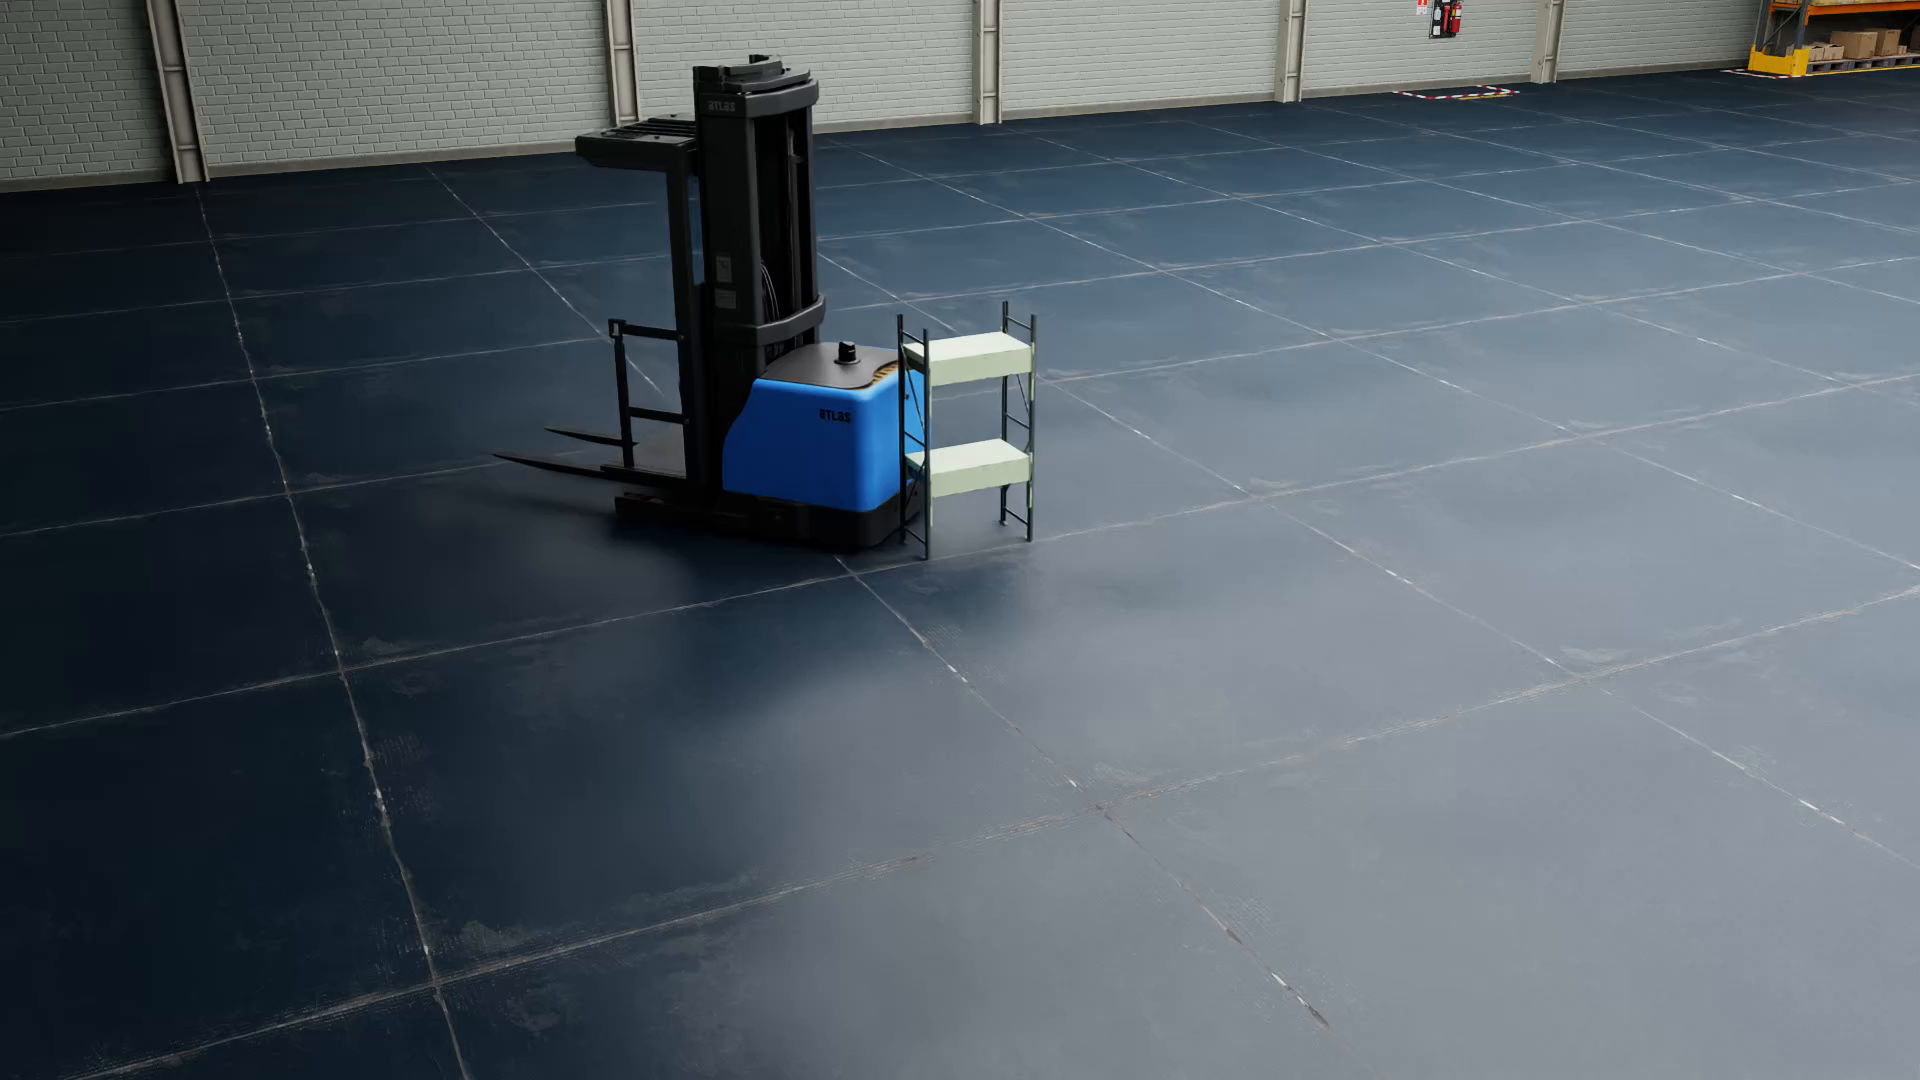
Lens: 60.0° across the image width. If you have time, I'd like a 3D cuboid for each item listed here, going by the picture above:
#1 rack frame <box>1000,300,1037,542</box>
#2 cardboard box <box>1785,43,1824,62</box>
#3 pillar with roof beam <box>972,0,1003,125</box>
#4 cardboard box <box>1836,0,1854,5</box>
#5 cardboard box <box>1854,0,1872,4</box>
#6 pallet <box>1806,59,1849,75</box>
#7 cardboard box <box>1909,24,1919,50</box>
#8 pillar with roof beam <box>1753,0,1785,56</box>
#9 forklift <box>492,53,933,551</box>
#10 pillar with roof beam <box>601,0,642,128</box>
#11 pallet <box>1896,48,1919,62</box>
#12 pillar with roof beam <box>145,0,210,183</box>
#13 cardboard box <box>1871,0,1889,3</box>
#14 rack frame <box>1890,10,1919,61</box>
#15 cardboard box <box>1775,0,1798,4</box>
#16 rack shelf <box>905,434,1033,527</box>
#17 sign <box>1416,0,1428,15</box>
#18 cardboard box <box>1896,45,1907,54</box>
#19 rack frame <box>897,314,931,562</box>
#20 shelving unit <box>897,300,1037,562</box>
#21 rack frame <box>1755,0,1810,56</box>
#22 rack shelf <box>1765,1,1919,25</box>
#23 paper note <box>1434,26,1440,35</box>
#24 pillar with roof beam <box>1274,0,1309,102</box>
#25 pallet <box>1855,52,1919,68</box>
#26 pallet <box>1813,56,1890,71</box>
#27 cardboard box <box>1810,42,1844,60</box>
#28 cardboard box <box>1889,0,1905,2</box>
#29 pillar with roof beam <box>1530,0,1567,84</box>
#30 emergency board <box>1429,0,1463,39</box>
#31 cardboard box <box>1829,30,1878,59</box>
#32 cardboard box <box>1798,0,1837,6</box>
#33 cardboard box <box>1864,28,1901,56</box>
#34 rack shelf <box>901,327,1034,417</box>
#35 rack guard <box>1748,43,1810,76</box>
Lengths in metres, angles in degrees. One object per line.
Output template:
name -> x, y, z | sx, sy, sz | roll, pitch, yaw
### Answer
rack frame -> 0.369, -0.750, 10.602 | 0.023, 1.500, 0.400 | -11, 25, -25
cardboard box -> 17.064, -9.859, 33.585 | 0.500, 0.311, 0.500 | -14, 26, -30
pillar with roof beam -> 2.306, -9.531, 22.009 | 0.400, 9.000, 9.100 | -10, 25, -24
cardboard box -> 17.441, -10.816, 33.129 | 0.500, 0.250, 0.500 | -11, 25, -25
cardboard box -> 17.903, -10.899, 33.328 | 0.500, 0.250, 0.500 | -11, 25, -24
pallet -> 17.218, -9.661, 33.812 | 1.213, 0.211, 1.003 | -10, 25, -24
cardboard box -> 20.662, -10.654, 35.258 | 0.500, 0.500, 0.700 | -10, 24, -22
pillar with roof beam -> 18.525, -12.516, 29.222 | 0.400, 9.000, 9.100 | -10, 25, -24
forklift -> -1.746, -1.638, 10.876 | 3.031, 2.935, 1.130 | 9, 24, 21
pillar with roof beam -> -3.101, -8.535, 19.604 | 0.400, 9.000, 9.100 | -10, 25, -24
pallet -> 20.707, -10.319, 35.402 | 1.213, 0.211, 1.003 | -10, 25, -24
pillar with roof beam -> -8.507, -7.540, 17.200 | 0.400, 9.000, 9.100 | -10, 25, -24
cardboard box -> 18.359, -10.982, 33.528 | 0.500, 0.250, 0.500 | -10, 25, -23
rack frame -> 20.006, -11.477, 34.555 | 0.127, 3.000, 1.000 | -10, 25, -24
cardboard box -> 16.739, -10.898, 33.326 | 0.500, 0.250, 0.500 | -10, 25, -23
rack shelf -> 0.043, -0.386, 10.573 | 0.720, 0.370, 0.431 | -11, 25, -25
sign -> 8.465, -9.796, 30.448 | 0.234, 0.329, 0.001 | -10, 25, -24
cardboard box -> 19.537, -10.273, 34.774 | 0.250, 0.166, 0.380 | -14, 26, -30
rack frame -> -0.283, -0.623, 10.295 | 0.023, 1.500, 0.400 | -11, 25, -25
shelving unit -> 0.043, -0.687, 10.448 | 0.755, 1.500, 0.431 | -11, 25, -25
rack frame -> 16.402, -10.814, 32.953 | 0.127, 3.000, 1.000 | -10, 25, -24
rack shelf -> 18.204, -10.813, 33.892 | 4.000, 0.370, 1.077 | -10, 25, -24
paper note -> 8.818, -9.424, 30.745 | 0.142, 0.148, 0.016 | -10, 25, -24
pillar with roof beam -> 7.712, -10.526, 24.413 | 0.400, 9.000, 9.100 | -10, 25, -24
pallet -> 19.416, -10.065, 34.790 | 1.213, 0.211, 1.003 | -10, 25, -24
pallet -> 18.316, -9.862, 34.298 | 1.213, 0.211, 1.003 | -10, 25, -24
cardboard box -> 17.578, -9.953, 33.813 | 0.500, 0.311, 0.500 | -8, 24, -19
cardboard box -> 18.812, -11.066, 33.731 | 0.500, 0.250, 0.500 | -11, 25, -24
pillar with roof beam -> 13.118, -11.521, 26.817 | 0.400, 9.000, 9.100 | -10, 25, -24
emergency board -> 9.008, -9.836, 30.590 | 0.643, 1.169, 0.194 | -10, 25, -24
cardboard box -> 18.261, -10.145, 34.030 | 0.500, 0.500, 0.700 | -12, 25, -27
cardboard box -> 16.979, -10.725, 32.909 | 0.500, 0.250, 0.500 | -11, 25, -25
cardboard box -> 19.088, -10.340, 34.500 | 0.500, 0.500, 0.500 | -12, 26, -28
rack shelf -> 0.043, -1.047, 10.299 | 0.720, 0.370, 0.431 | -11, 25, -25
rack guard -> 16.470, -9.672, 33.461 | 0.348, 0.500, 1.175 | -10, 25, -24
